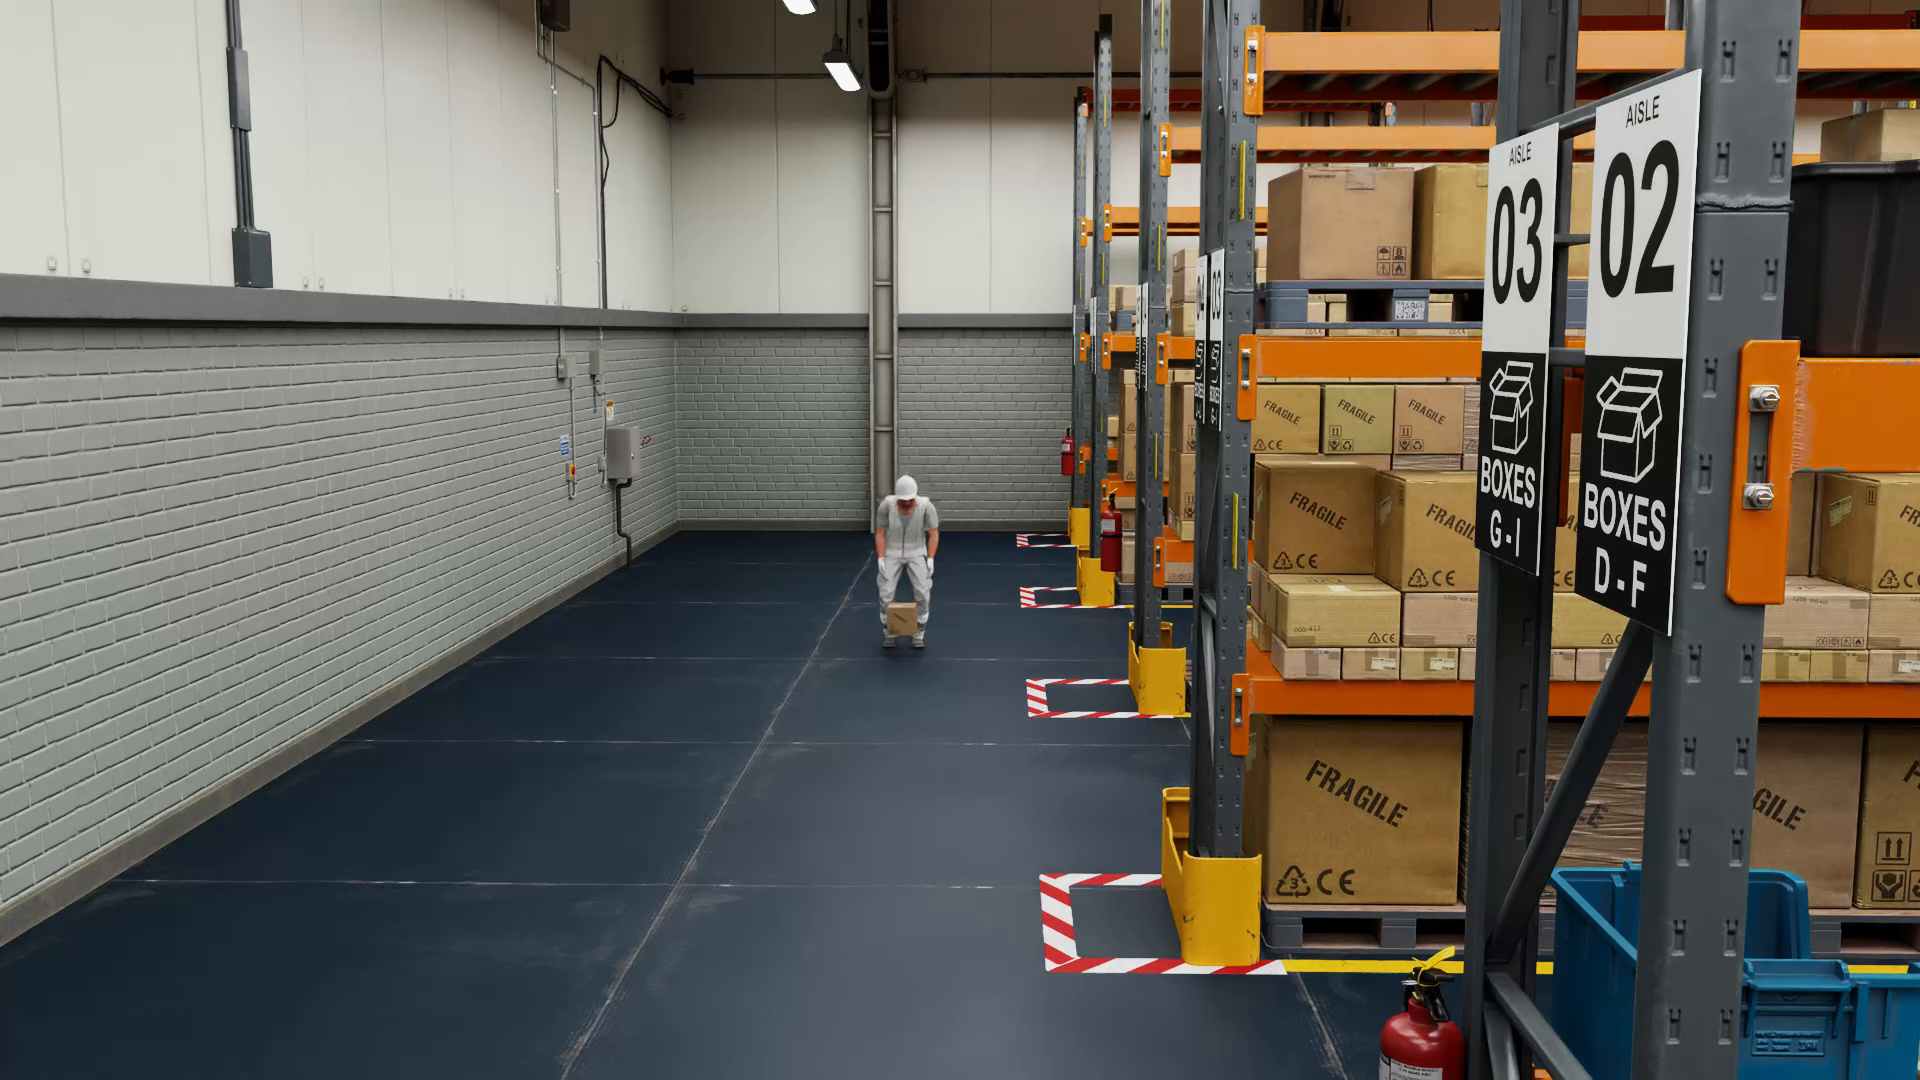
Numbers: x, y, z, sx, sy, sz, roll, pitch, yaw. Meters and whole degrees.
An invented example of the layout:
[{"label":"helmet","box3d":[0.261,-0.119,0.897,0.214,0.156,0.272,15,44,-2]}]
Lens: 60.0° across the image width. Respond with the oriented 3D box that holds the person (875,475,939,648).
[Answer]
[{"label":"person","box3d":[-0.475,0.187,15.024,0.575,1.580,0.647,0,7,2]}]
